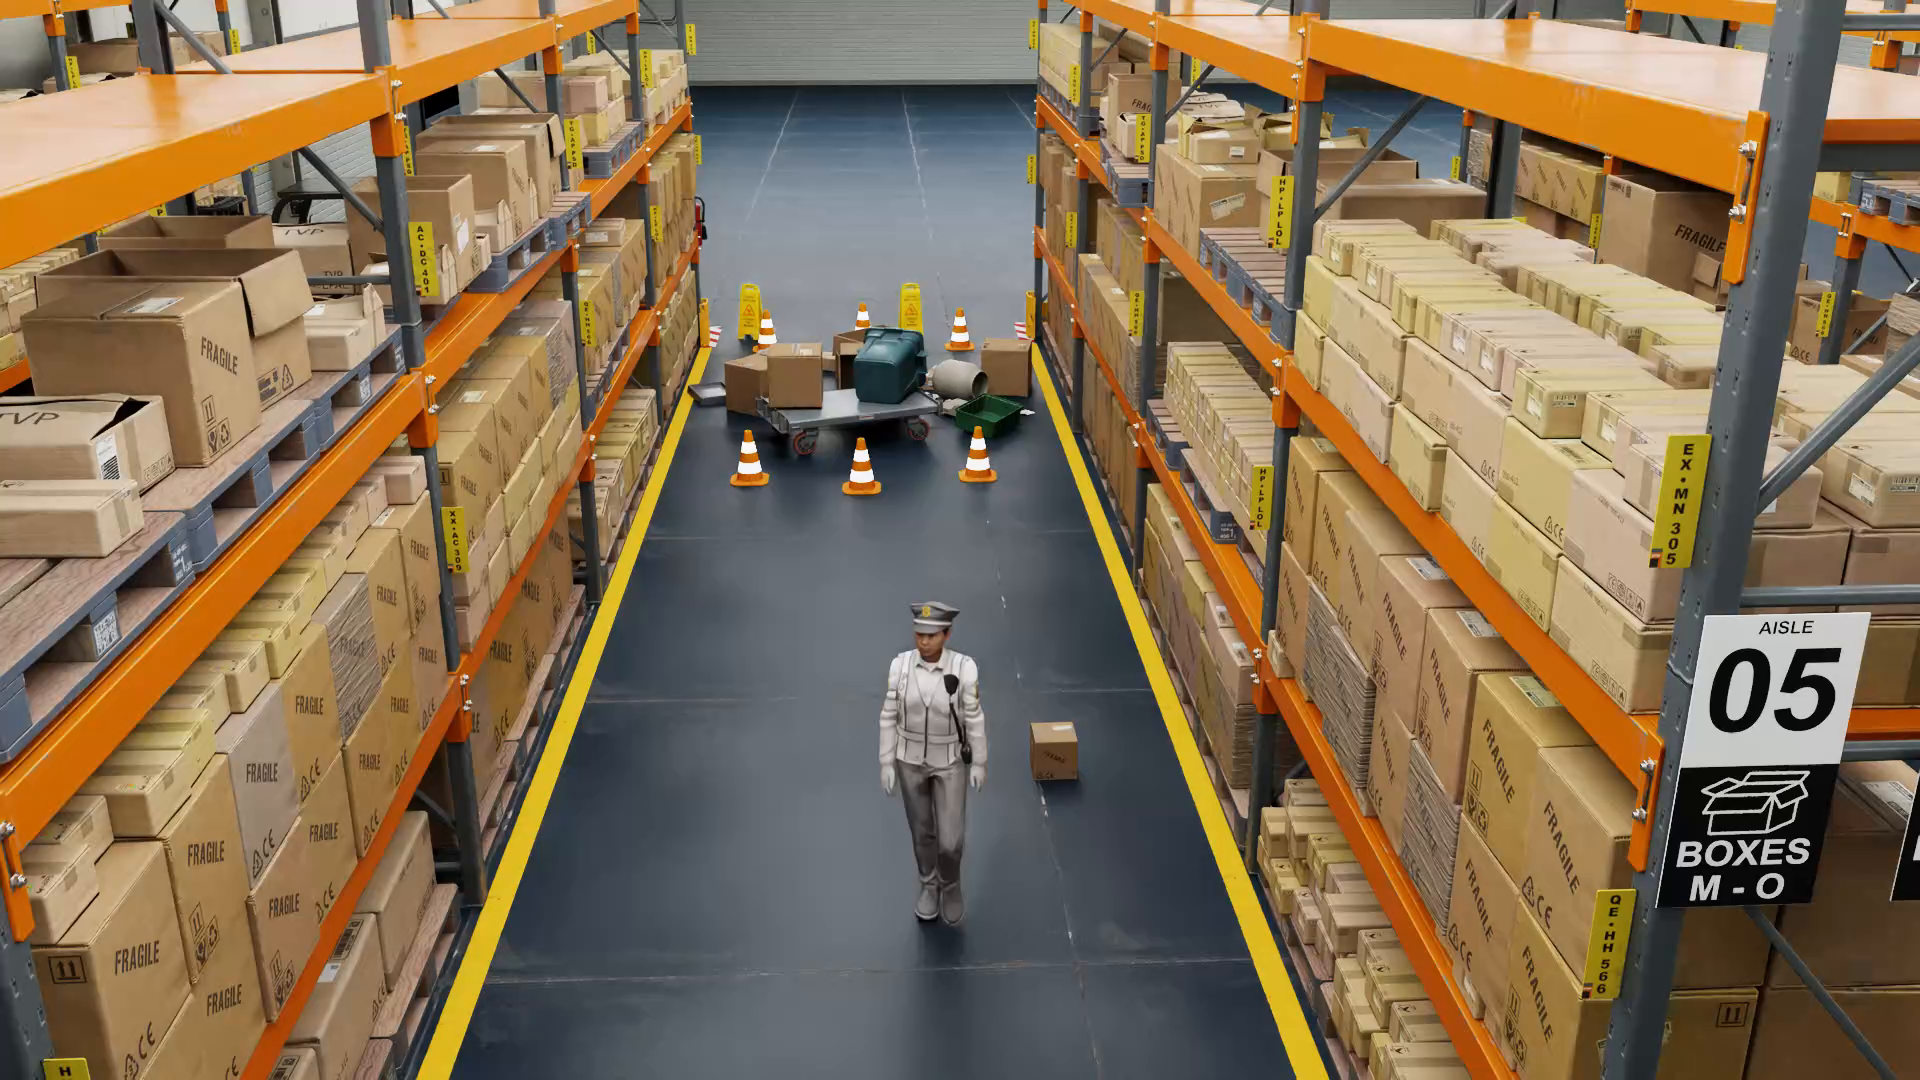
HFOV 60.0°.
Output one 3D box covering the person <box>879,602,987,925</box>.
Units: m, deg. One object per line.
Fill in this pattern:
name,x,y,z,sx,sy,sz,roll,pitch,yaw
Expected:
person,-0.144,1.100,8.044,0.523,1.704,0.451,4,21,11
